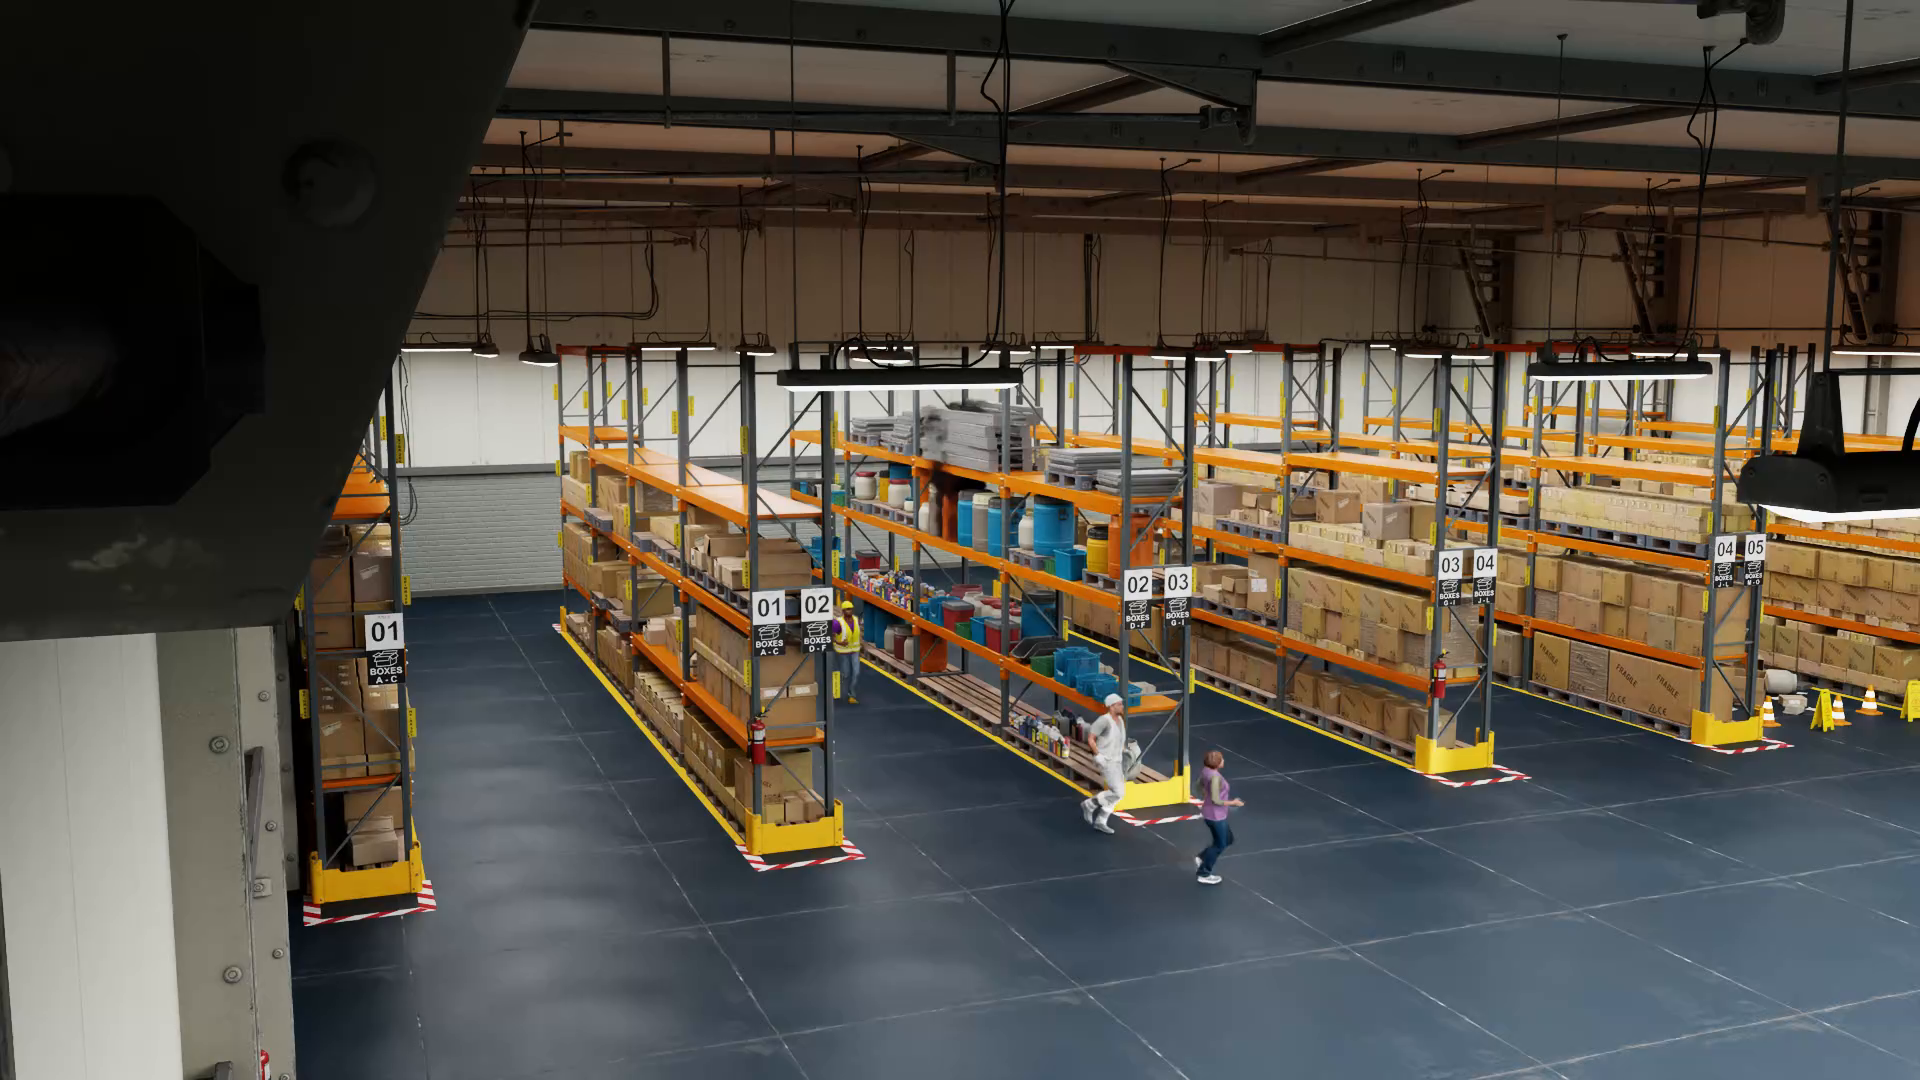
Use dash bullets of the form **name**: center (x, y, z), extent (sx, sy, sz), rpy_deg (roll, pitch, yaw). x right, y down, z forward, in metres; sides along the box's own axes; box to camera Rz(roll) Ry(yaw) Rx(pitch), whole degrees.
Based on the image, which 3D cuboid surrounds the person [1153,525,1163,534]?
- **person**: center (4.803, 0.294, 41.002), extent (0.819, 1.705, 0.726), rpy_deg (-7, 10, -42)

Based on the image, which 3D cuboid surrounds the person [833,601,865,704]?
- **person**: center (-1.929, 1.889, 28.232), extent (0.708, 1.732, 0.733), rpy_deg (-5, 9, -33)

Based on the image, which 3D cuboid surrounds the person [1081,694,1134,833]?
- **person**: center (1.910, 2.811, 21.099), extent (0.580, 1.729, 0.665), rpy_deg (4, 8, 31)

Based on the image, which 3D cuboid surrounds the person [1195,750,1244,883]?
- **person**: center (2.962, 3.150, 18.981), extent (0.532, 1.556, 0.525), rpy_deg (0, 7, 0)
